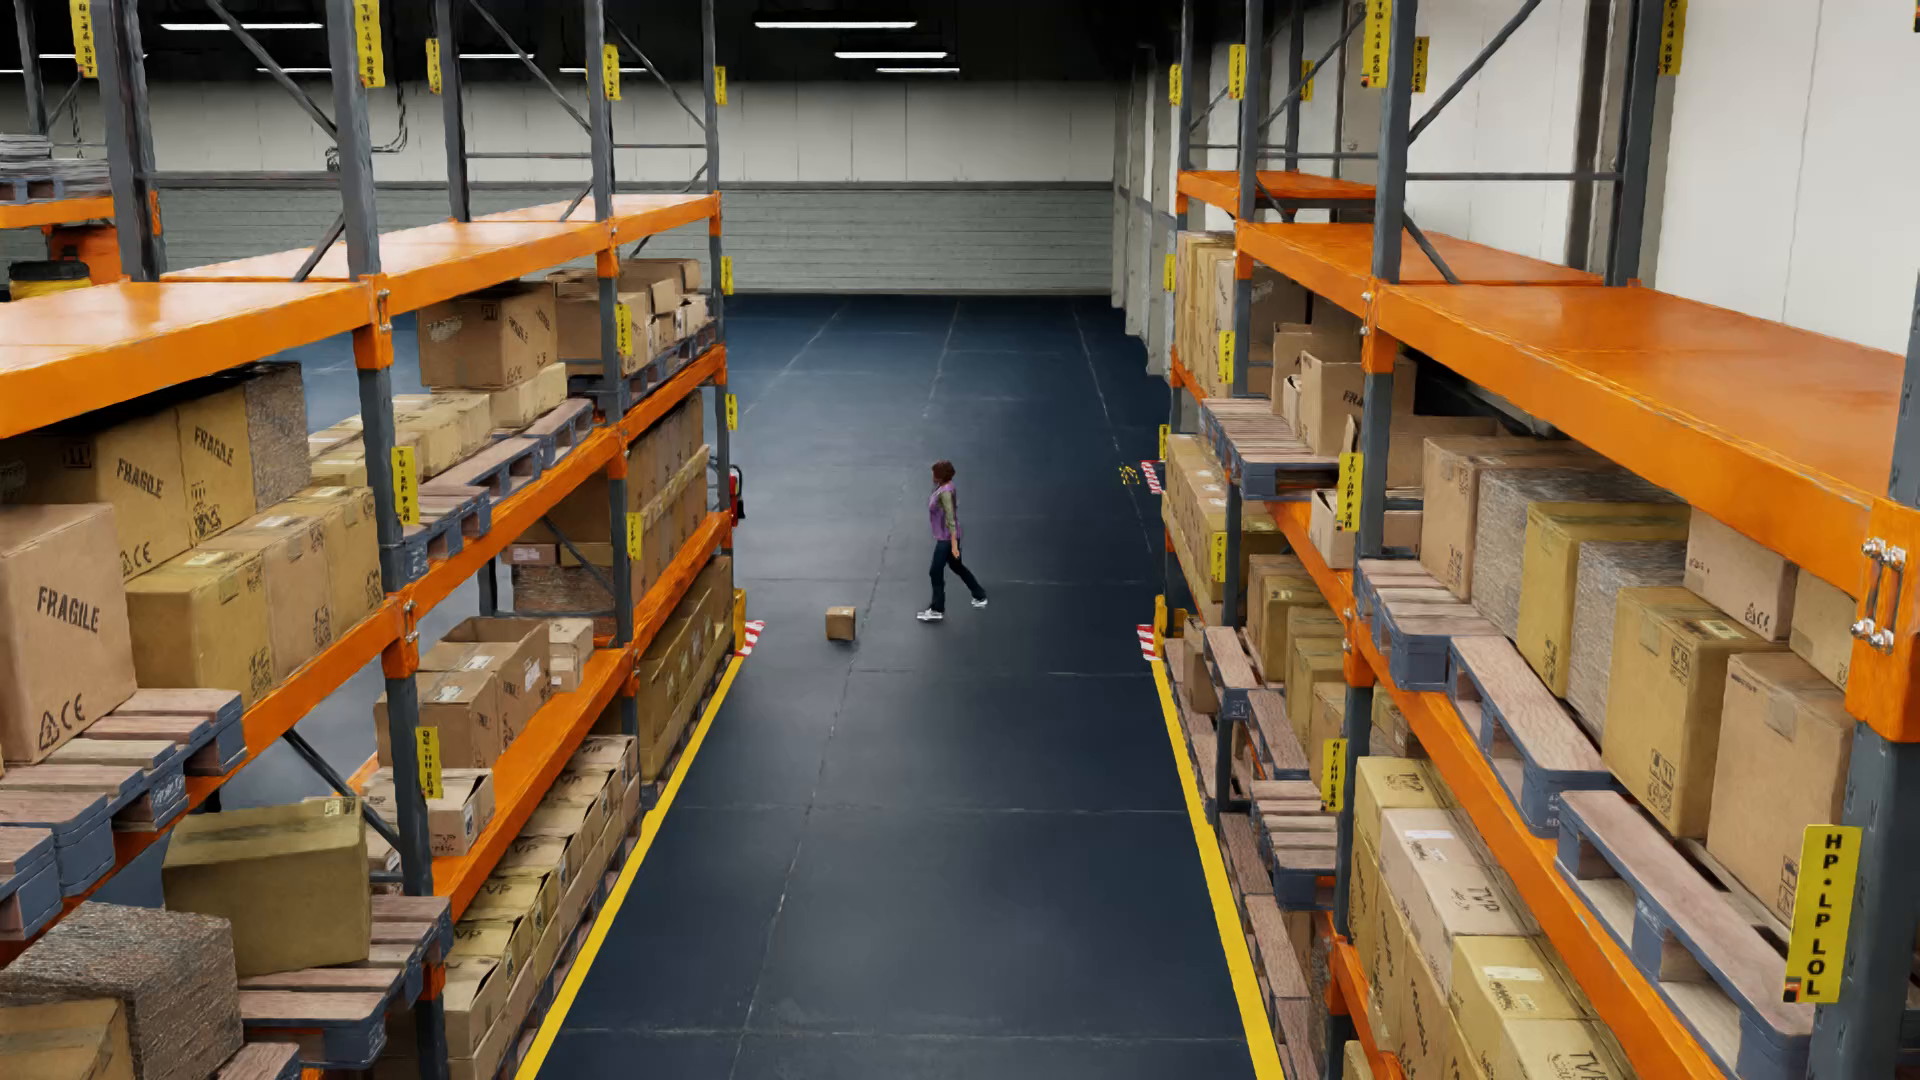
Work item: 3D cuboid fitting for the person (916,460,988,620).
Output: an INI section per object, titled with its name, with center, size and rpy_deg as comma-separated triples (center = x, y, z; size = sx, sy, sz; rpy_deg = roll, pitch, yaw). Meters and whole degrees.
[person]
center = -0.075, 0.001, 16.064
size = 0.708, 1.553, 0.684
rpy_deg = -1, 14, -2
